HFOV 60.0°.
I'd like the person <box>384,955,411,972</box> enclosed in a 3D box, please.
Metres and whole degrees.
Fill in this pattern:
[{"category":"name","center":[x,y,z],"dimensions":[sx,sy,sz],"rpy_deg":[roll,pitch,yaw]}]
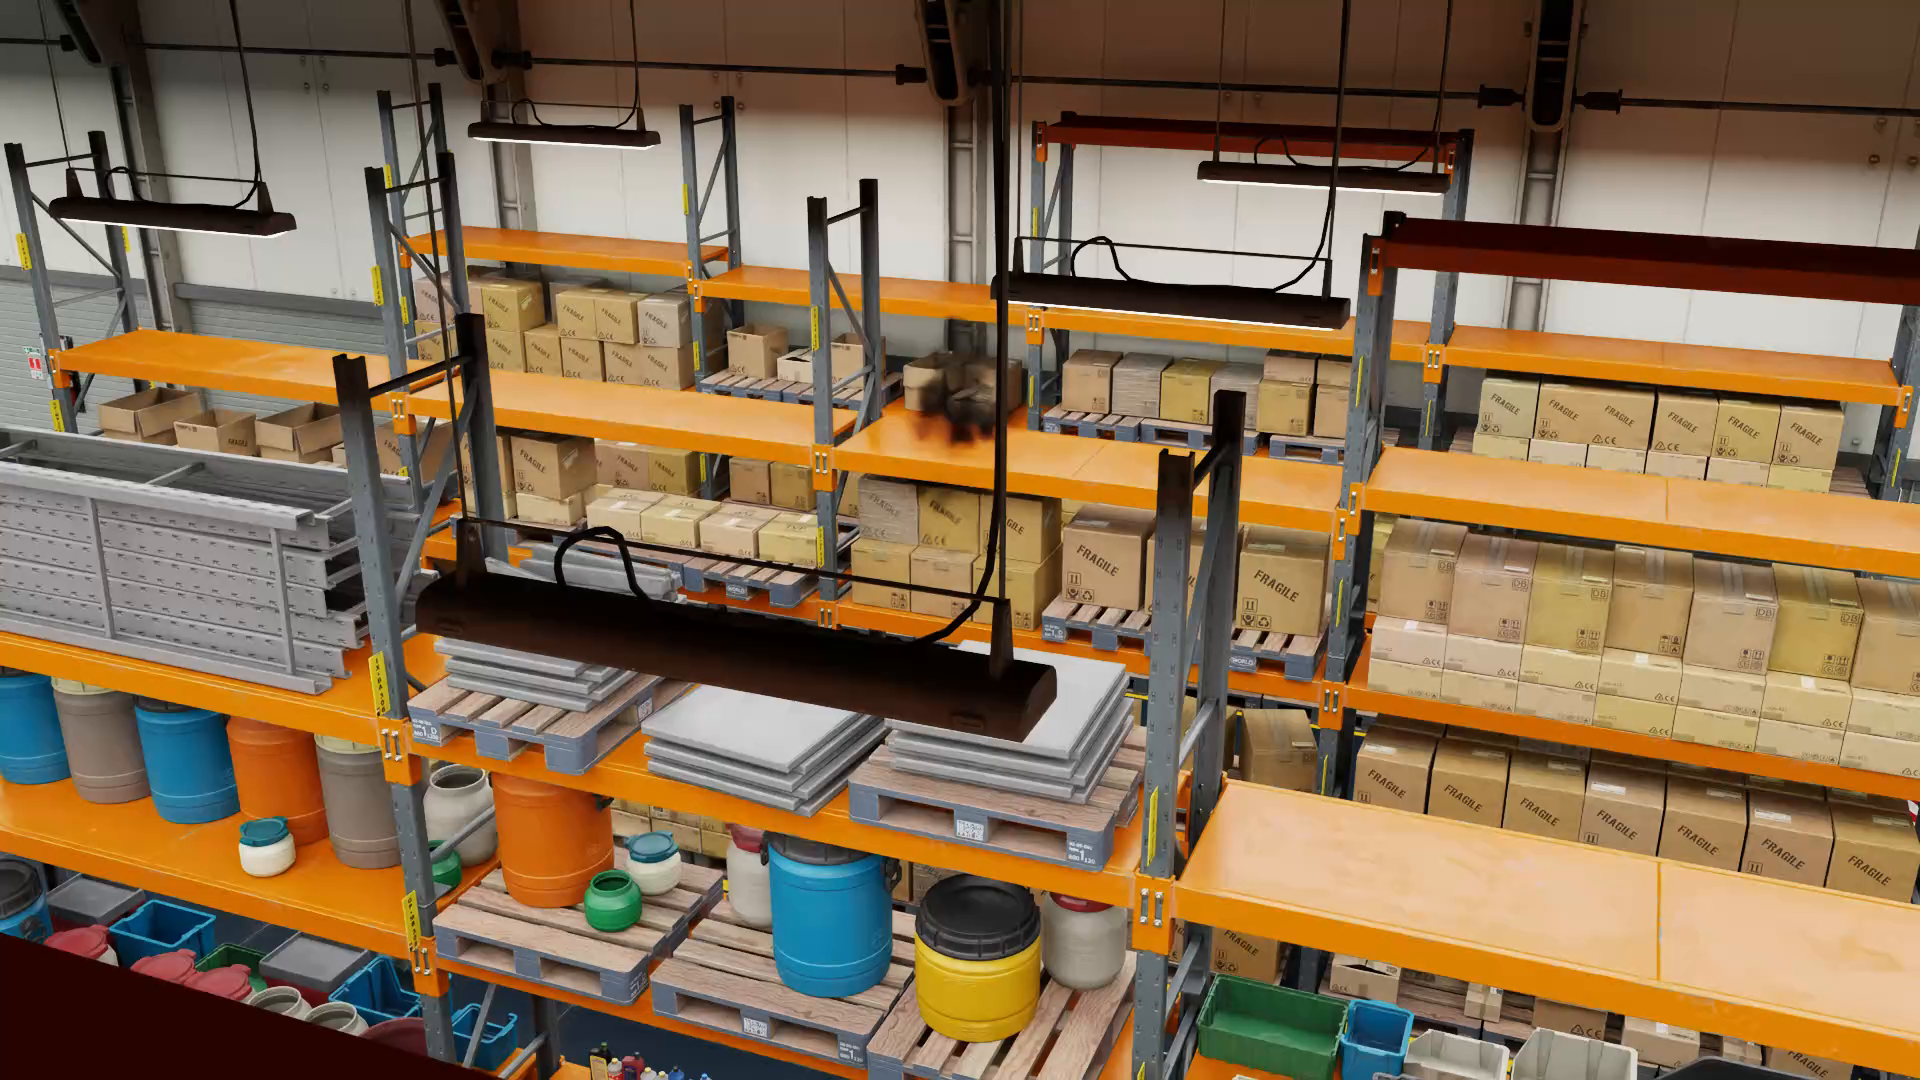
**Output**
[{"category":"person","center":[-4.454,2.641,12.990],"dimensions":[0.537,1.637,0.613],"rpy_deg":[6,22,15]}]
